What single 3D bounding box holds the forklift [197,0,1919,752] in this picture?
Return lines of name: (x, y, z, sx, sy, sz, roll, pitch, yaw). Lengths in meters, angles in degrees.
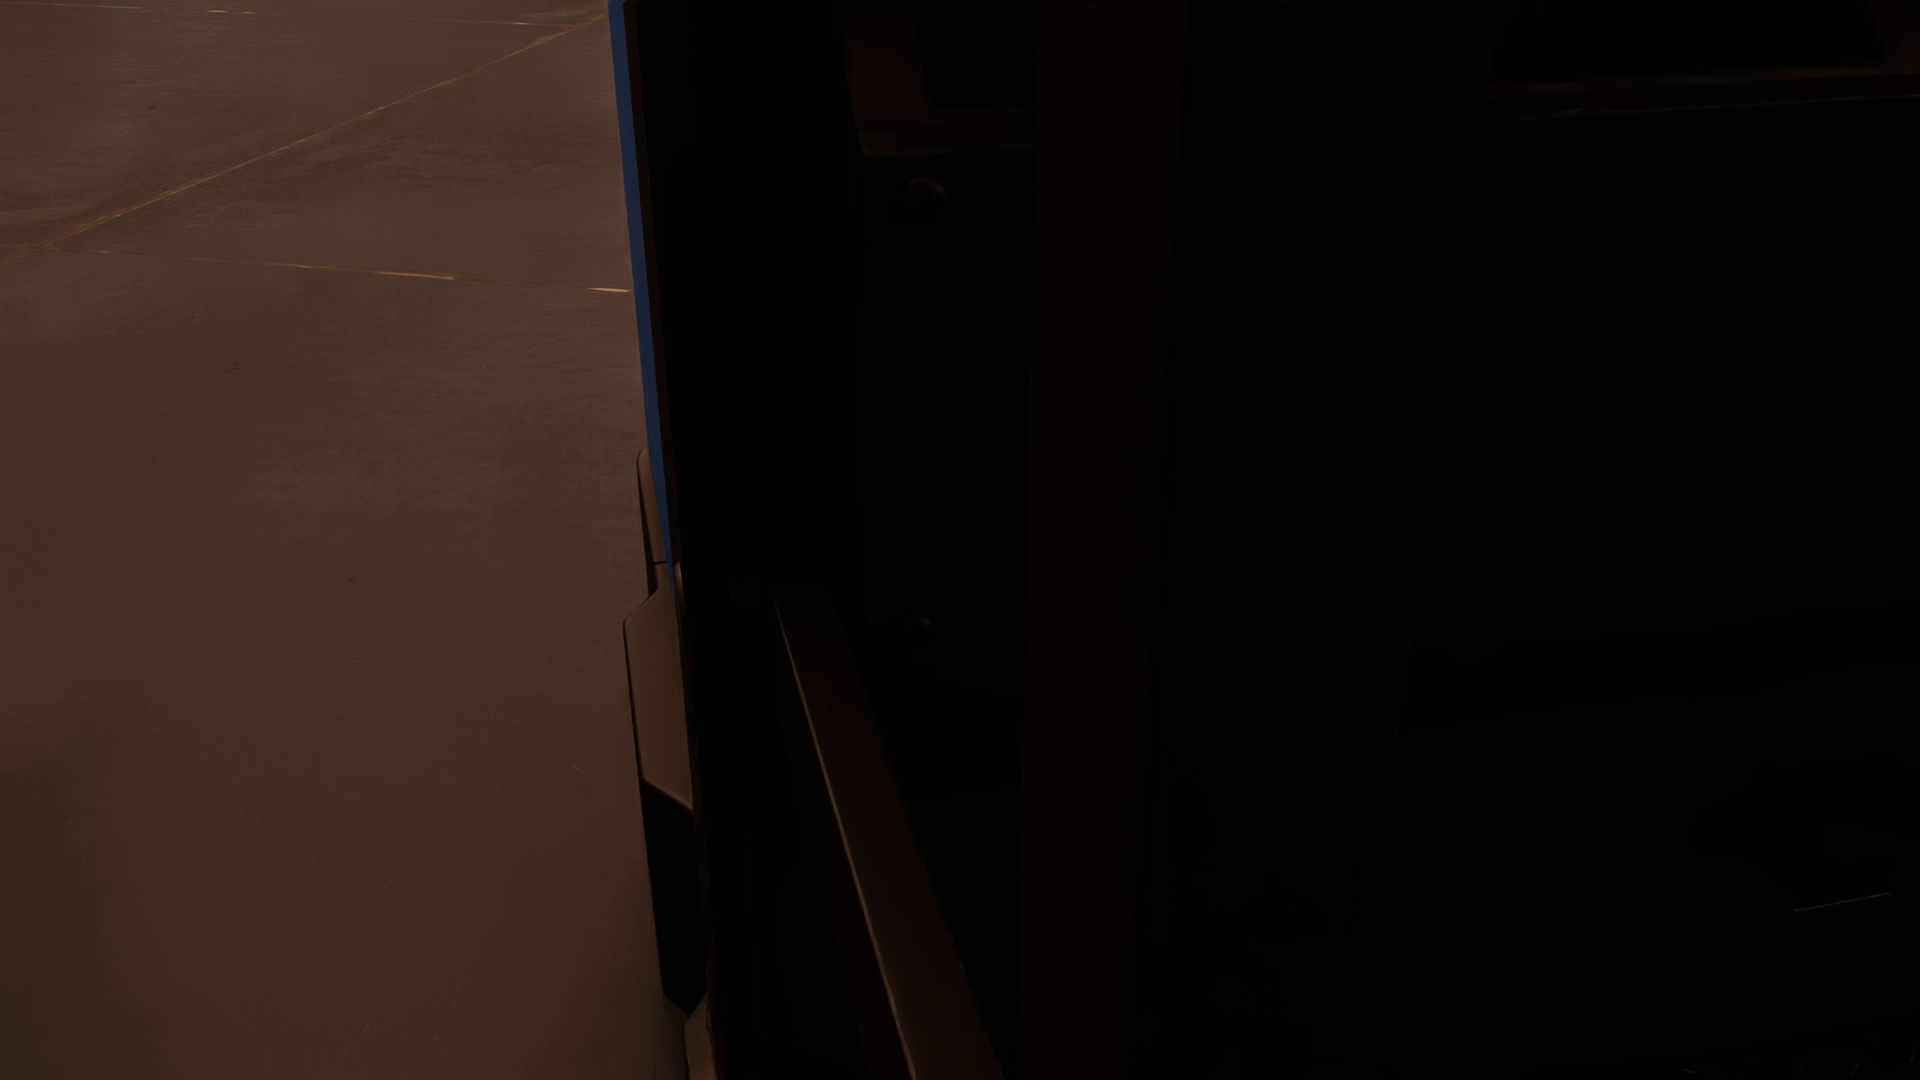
forklift: (0.676, -1.354, 1.931, 3.031, 2.935, 1.130, -4, 27, -8)
